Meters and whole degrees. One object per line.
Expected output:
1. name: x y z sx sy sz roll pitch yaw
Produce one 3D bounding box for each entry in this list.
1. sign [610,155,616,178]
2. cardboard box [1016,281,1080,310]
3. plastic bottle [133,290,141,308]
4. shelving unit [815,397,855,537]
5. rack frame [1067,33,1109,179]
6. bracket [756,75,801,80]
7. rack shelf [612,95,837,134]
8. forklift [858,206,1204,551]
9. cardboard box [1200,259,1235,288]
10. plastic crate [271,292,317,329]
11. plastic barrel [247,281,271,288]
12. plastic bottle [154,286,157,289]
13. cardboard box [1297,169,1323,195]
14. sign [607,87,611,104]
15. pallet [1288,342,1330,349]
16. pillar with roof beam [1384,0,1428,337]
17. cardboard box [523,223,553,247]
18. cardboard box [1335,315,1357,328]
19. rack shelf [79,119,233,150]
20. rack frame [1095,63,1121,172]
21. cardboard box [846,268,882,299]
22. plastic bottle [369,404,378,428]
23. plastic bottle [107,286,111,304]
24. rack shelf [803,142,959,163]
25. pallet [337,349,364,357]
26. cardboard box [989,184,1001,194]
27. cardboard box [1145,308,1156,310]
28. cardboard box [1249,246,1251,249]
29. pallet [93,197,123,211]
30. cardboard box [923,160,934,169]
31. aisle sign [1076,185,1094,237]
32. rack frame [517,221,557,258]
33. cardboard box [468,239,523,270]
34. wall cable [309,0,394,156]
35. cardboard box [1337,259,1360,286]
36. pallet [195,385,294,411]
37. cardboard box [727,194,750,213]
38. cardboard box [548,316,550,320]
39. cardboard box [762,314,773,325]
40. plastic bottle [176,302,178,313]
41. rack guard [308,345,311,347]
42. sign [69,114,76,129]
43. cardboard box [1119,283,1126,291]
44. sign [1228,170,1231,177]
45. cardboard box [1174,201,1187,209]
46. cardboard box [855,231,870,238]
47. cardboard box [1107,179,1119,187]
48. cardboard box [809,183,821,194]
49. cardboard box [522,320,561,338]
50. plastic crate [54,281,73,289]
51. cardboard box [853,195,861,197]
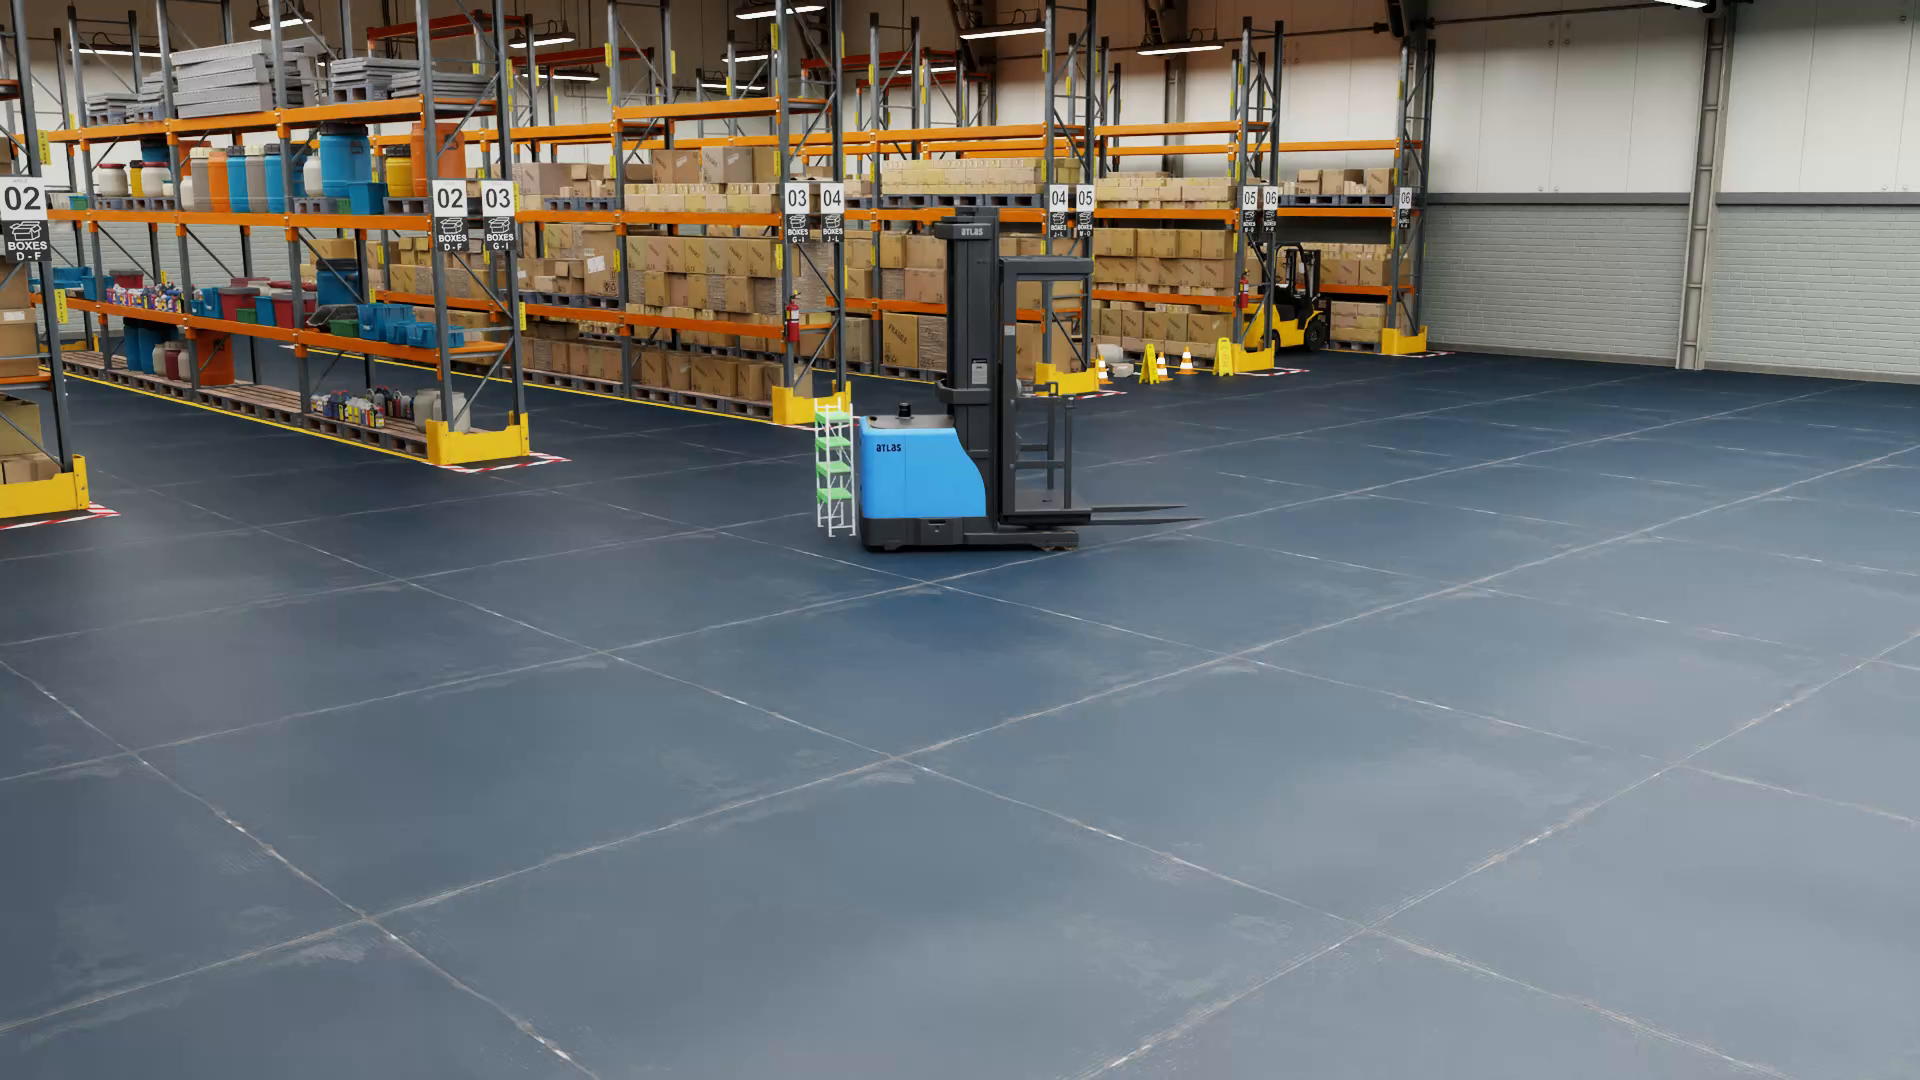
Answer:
1. sign: -5.145 -5.535 24.654 0.100 0.325 0.005 -11 16 -43
2. cardboard box: 1.385 -3.912 26.094 0.875 0.550 0.550 -11 16 -43
3. plastic bottle: -13.009 -3.825 26.351 0.152 0.276 0.135 -11 16 -43
4. shelving unit: -1.144 -0.672 15.192 0.258 1.200 0.503 -4 12 -16
5. rack frame: 2.422 -8.017 31.524 1.000 3.000 0.127 -11 16 -43
6. bracket: -5.961 -13.162 47.574 0.076 0.066 5.218 -11 16 -43
7. rack shelf: -3.364 -5.990 23.478 1.077 0.370 4.000 -11 16 -43
8. forklift: 0.623 -1.448 14.675 3.031 2.935 1.130 -1 12 -5
9. cardboard box: 4.610 -4.731 29.454 0.500 0.500 0.500 -11 16 -44
10. plastic crate: -8.884 -3.067 22.206 0.402 0.464 0.583 -11 16 -43
11. plastic barrel: -10.225 -3.526 24.315 0.421 0.512 0.421 0 12 0
12. plastic bottle: -13.347 -4.102 27.696 0.152 0.276 0.135 -11 16 -43
13. cardboard box: 7.278 -7.247 33.673 0.797 0.503 0.637 -10 15 -41
14. sign: -7.018 -8.904 33.316 0.100 0.325 0.005 -11 16 -43
15. pallet: 7.375 -4.105 34.315 1.003 0.211 1.213 -11 16 -43
16. pillar with roof beam: 5.829 -7.753 30.242 9.100 9.000 0.548 -11 16 -43
17. cardboard box: -9.257 -6.708 36.572 0.500 0.500 0.500 -11 16 -43
18. cardboard box: 7.871 -4.393 33.337 0.500 0.250 0.500 -11 16 -43
19. rack shelf: -12.471 -6.273 25.835 1.077 0.370 4.000 -11 16 -43
20. rack frame: 3.247 -9.293 37.718 1.000 3.000 0.127 -11 16 -43
21. cardboard box: -1.642 -4.462 28.889 0.500 0.500 0.500 -11 16 -43
22. plastic bottle: -7.245 -1.531 20.548 0.061 0.283 0.133 -10 16 -41
23. plastic bottle: -13.908 -4.005 27.207 0.061 0.283 0.133 -11 16 -43
24. rack shelf: -1.722 -8.345 35.888 1.077 0.370 4.000 -11 16 -43
25. pallet: -11.585 -3.800 32.831 1.003 0.211 1.213 -11 16 -43
26. cardboard box: 0.674 -5.504 26.093 0.380 0.149 0.250 -11 16 -42
27. cardboard box: 3.730 -4.108 31.332 0.500 0.500 0.500 -10 15 -40
28. cardboard box: 6.274 -6.173 34.845 0.380 0.149 0.250 -11 16 -42
29. pallet: -13.240 -5.451 26.971 1.213 0.211 1.003 -11 16 -43
30. cardboard box: -0.377 -6.117 27.091 0.380 0.149 0.250 -11 16 -42
31. aisle sign: 1.940 -5.095 25.767 0.394 0.787 0.004 -11 16 -43
32. rack frame: -9.375 -6.126 37.211 1.000 3.000 0.127 -11 16 -43
33. cardboard box: -8.001 -4.931 28.678 0.797 0.503 0.637 -10 15 -41
34. wall cable: -14.445 -11.269 39.334 2.277 5.999 0.120 -11 16 -43
35. cardboard box: 7.890 -5.349 33.191 0.500 0.500 0.500 -10 15 -41
36. pallet: -10.583 -2.107 24.617 1.003 0.211 1.213 -11 16 -43
37. cardboard box: -2.847 -4.617 22.827 0.500 0.250 0.500 -11 16 -42
38. cardboard box: -8.818 -4.897 36.535 0.380 0.149 0.250 -11 16 -42
39. cardboard box: -2.502 -3.041 22.859 0.380 0.149 0.250 -11 16 -43
40. plastic bottle: -11.745 -3.513 25.023 0.097 0.201 0.097 0 12 0
41. rack guard: -13.049 -4.228 34.197 1.175 0.500 0.348 -11 16 -43
42. sign: -16.228 -7.618 30.388 0.100 0.325 0.005 -11 16 -43
43. cardboard box: 3.177 -4.726 31.037 0.380 0.149 0.250 -11 16 -43
44. sign: 5.624 -7.571 34.729 0.100 0.325 0.005 -11 16 -43
45. cardboard box: 4.048 -6.006 29.817 0.380 0.149 0.250 -11 16 -43
46. cardboard box: -1.929 -6.462 36.119 0.500 0.500 0.500 -11 16 -43
47. cardboard box: 2.942 -6.608 30.766 0.380 0.149 0.250 -11 16 -43
48. cardboard box: -2.006 -4.778 22.617 0.380 0.149 0.250 -11 16 -43
49. cardboard box: -7.024 -3.547 27.938 0.500 0.250 0.500 -10 15 -40
50. plastic crate: -15.773 -4.432 29.258 0.416 0.233 0.300 -11 16 -43
51. cardboard box: -2.094 -7.540 35.934 0.396 0.266 0.258 -9 15 -38
